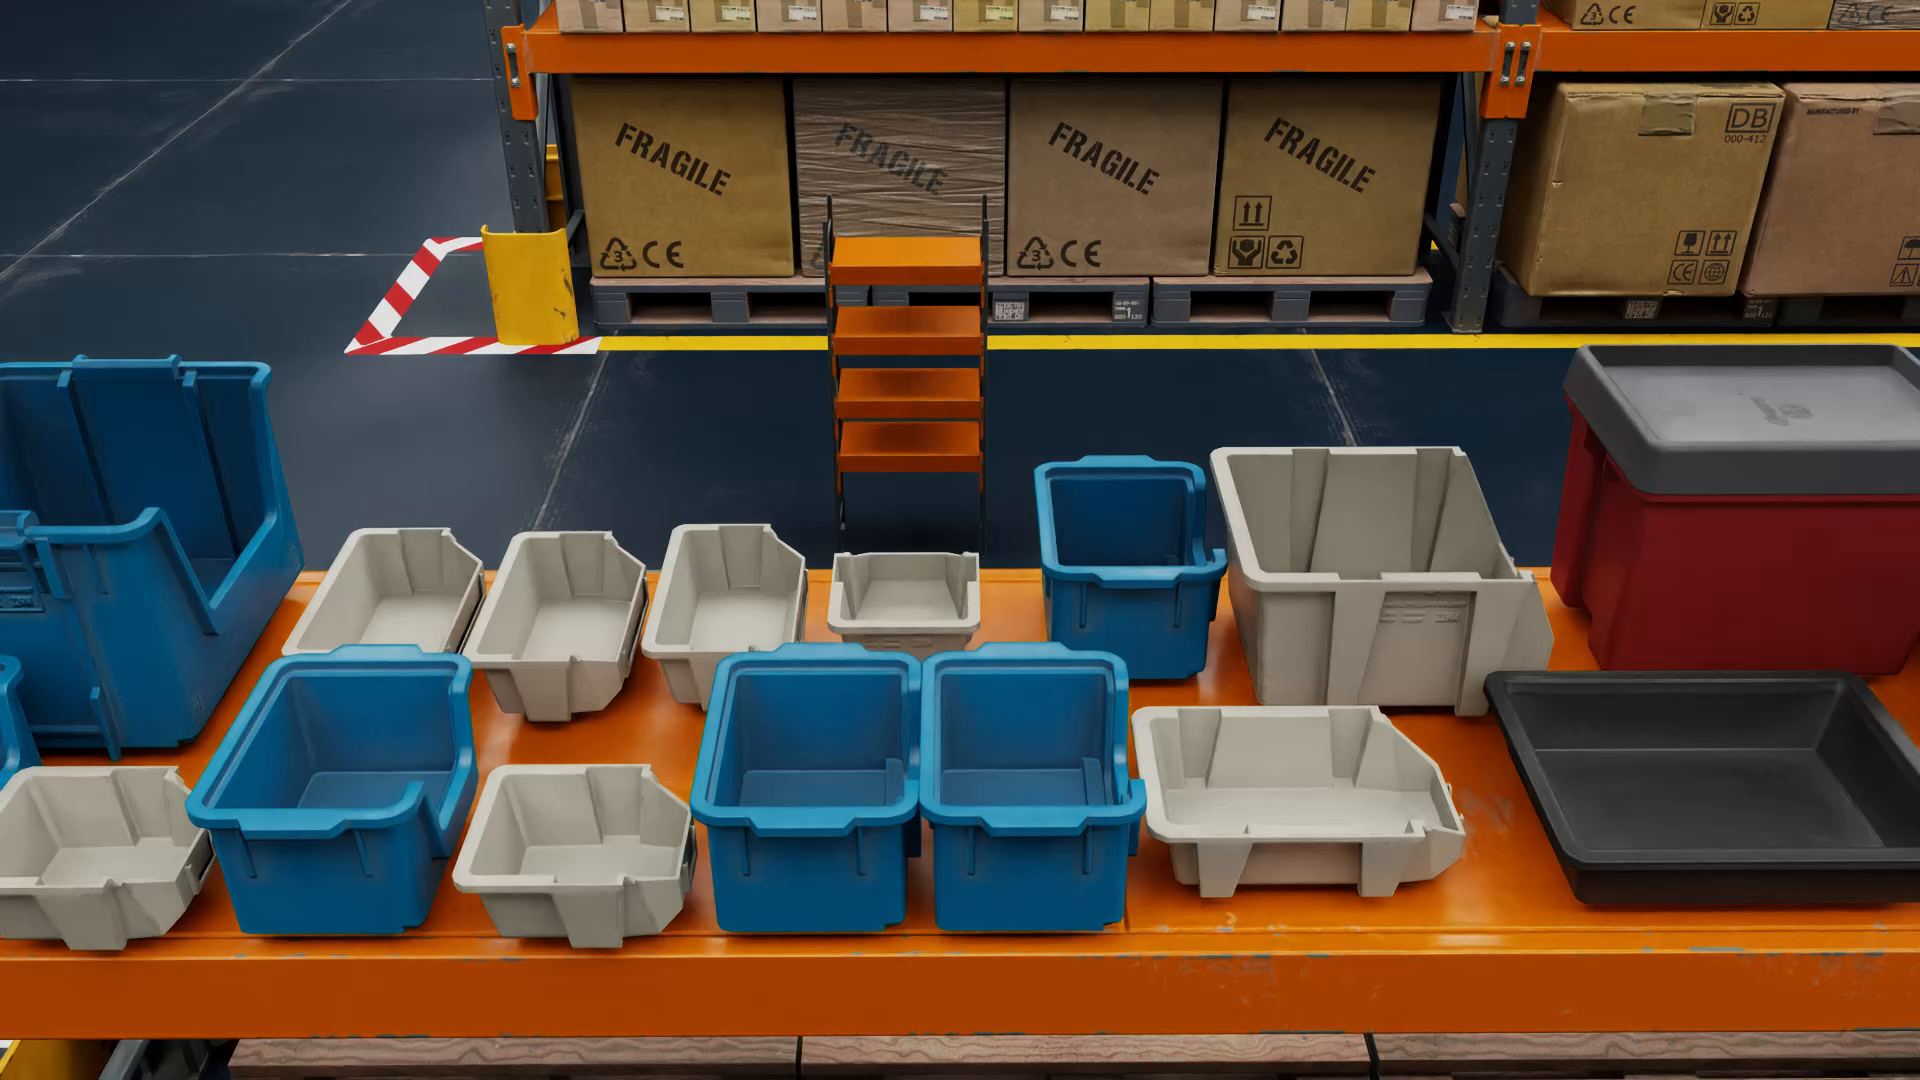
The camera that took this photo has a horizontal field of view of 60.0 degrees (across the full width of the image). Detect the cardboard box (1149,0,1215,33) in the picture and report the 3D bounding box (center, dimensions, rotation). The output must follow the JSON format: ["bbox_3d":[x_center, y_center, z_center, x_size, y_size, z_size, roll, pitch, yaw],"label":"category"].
[{"bbox_3d":[0.867,-2.151,6.646,0.250,0.149,0.380,0,31,1],"label":"cardboard box"}]

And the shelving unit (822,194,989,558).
[{"bbox_3d":[-0.166,-0.512,5.438,0.503,1.200,0.258,0,31,0],"label":"shelving unit"}]

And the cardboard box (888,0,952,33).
[{"bbox_3d":[-0.158,-2.148,6.641,0.250,0.149,0.380,0,31,-1],"label":"cardboard box"}]

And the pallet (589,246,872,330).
[{"bbox_3d":[-1.001,-1.271,7.642,1.213,0.211,1.003,0,31,0],"label":"pallet"}]

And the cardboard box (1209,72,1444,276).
[{"bbox_3d":[1.539,-1.744,7.375,0.875,0.875,0.875,0,31,0],"label":"cardboard box"}]

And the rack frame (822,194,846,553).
[{"bbox_3d":[-0.410,-0.512,5.437,0.015,1.200,0.240,0,31,0],"label":"rack frame"}]

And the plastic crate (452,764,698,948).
[{"bbox_3d":[-0.522,0.446,2.320,0.298,0.136,0.250,0,31,0],"label":"plastic crate"}]

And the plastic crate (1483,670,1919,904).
[{"bbox_3d":[1.112,0.371,2.454,0.590,0.125,0.437,0,31,0],"label":"plastic crate"}]

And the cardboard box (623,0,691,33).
[{"bbox_3d":[-1.187,-2.145,6.635,0.250,0.149,0.380,-1,31,-1],"label":"cardboard box"}]

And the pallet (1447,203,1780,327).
[{"bbox_3d":[2.970,-1.282,7.660,1.213,0.211,1.003,0,31,0],"label":"pallet"}]

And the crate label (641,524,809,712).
[{"bbox_3d":[-0.388,0.132,2.837,0.243,0.136,0.396,0,31,0],"label":"crate label"}]

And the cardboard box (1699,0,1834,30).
[{"bbox_3d":[3.164,-2.350,6.634,0.500,0.500,0.500,0,31,0],"label":"cardboard box"}]

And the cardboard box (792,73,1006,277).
[{"bbox_3d":[-0.251,-1.738,7.366,0.875,0.875,0.875,0,31,0],"label":"cardboard box"}]

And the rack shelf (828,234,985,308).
[{"bbox_3d":[-0.166,-0.848,5.234,0.480,0.148,0.258,0,31,0],"label":"rack shelf"}]

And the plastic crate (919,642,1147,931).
[{"bbox_3d":[0.095,0.360,2.369,0.300,0.233,0.416,0,31,0],"label":"plastic crate"}]

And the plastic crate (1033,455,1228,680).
[{"bbox_3d":[0.281,0.055,2.871,0.300,0.233,0.416,0,31,0],"label":"plastic crate"}]

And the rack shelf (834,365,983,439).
[{"bbox_3d":[-0.166,-0.455,5.473,0.480,0.148,0.258,0,31,0],"label":"rack shelf"}]

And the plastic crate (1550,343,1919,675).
[{"bbox_3d":[1.335,-0.044,2.811,0.583,0.464,0.402,0,31,0],"label":"plastic crate"}]

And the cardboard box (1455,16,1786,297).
[{"bbox_3d":[2.839,-1.717,7.331,0.875,0.875,1.225,0,31,0],"label":"cardboard box"}]

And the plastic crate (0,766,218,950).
[{"bbox_3d":[-1.201,0.448,2.317,0.298,0.136,0.250,0,31,0],"label":"plastic crate"}]

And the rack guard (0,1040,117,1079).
[{"bbox_3d":[-1.795,1.224,3.250,0.348,0.500,1.175,0,31,0],"label":"rack guard"}]

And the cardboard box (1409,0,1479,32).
[{"bbox_3d":[1.896,-2.155,6.652,0.250,0.149,0.380,0,31,0],"label":"cardboard box"}]

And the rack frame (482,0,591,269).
[{"bbox_3d":[-1.801,-2.420,6.848,0.127,3.000,1.000,0,31,0],"label":"rack frame"}]

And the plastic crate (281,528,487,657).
[{"bbox_3d":[-0.956,0.139,2.825,0.243,0.136,0.396,0,31,0],"label":"plastic crate"}]

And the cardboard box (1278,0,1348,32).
[{"bbox_3d":[1.382,-2.153,6.649,0.250,0.149,0.380,-1,31,-1],"label":"cardboard box"}]

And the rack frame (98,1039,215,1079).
[{"bbox_3d":[-1.771,0.149,2.613,0.127,3.000,1.000,0,31,0],"label":"rack frame"}]

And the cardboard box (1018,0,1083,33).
[{"bbox_3d":[0.357,-2.150,6.644,0.250,0.149,0.380,0,31,1],"label":"cardboard box"}]

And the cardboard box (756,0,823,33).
[{"bbox_3d":[-0.670,-2.147,6.639,0.250,0.149,0.380,-1,31,-1],"label":"cardboard box"}]

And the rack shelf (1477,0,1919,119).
[{"bbox_3d":[4.199,-2.132,7.065,4.000,0.370,1.077,0,31,0],"label":"rack shelf"}]

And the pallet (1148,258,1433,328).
[{"bbox_3d":[1.438,-1.279,7.655,1.213,0.211,1.003,0,31,0],"label":"pallet"}]

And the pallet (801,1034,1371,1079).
[{"bbox_3d":[0.271,1.356,3.311,1.213,0.211,1.003,0,31,0],"label":"pallet"}]
